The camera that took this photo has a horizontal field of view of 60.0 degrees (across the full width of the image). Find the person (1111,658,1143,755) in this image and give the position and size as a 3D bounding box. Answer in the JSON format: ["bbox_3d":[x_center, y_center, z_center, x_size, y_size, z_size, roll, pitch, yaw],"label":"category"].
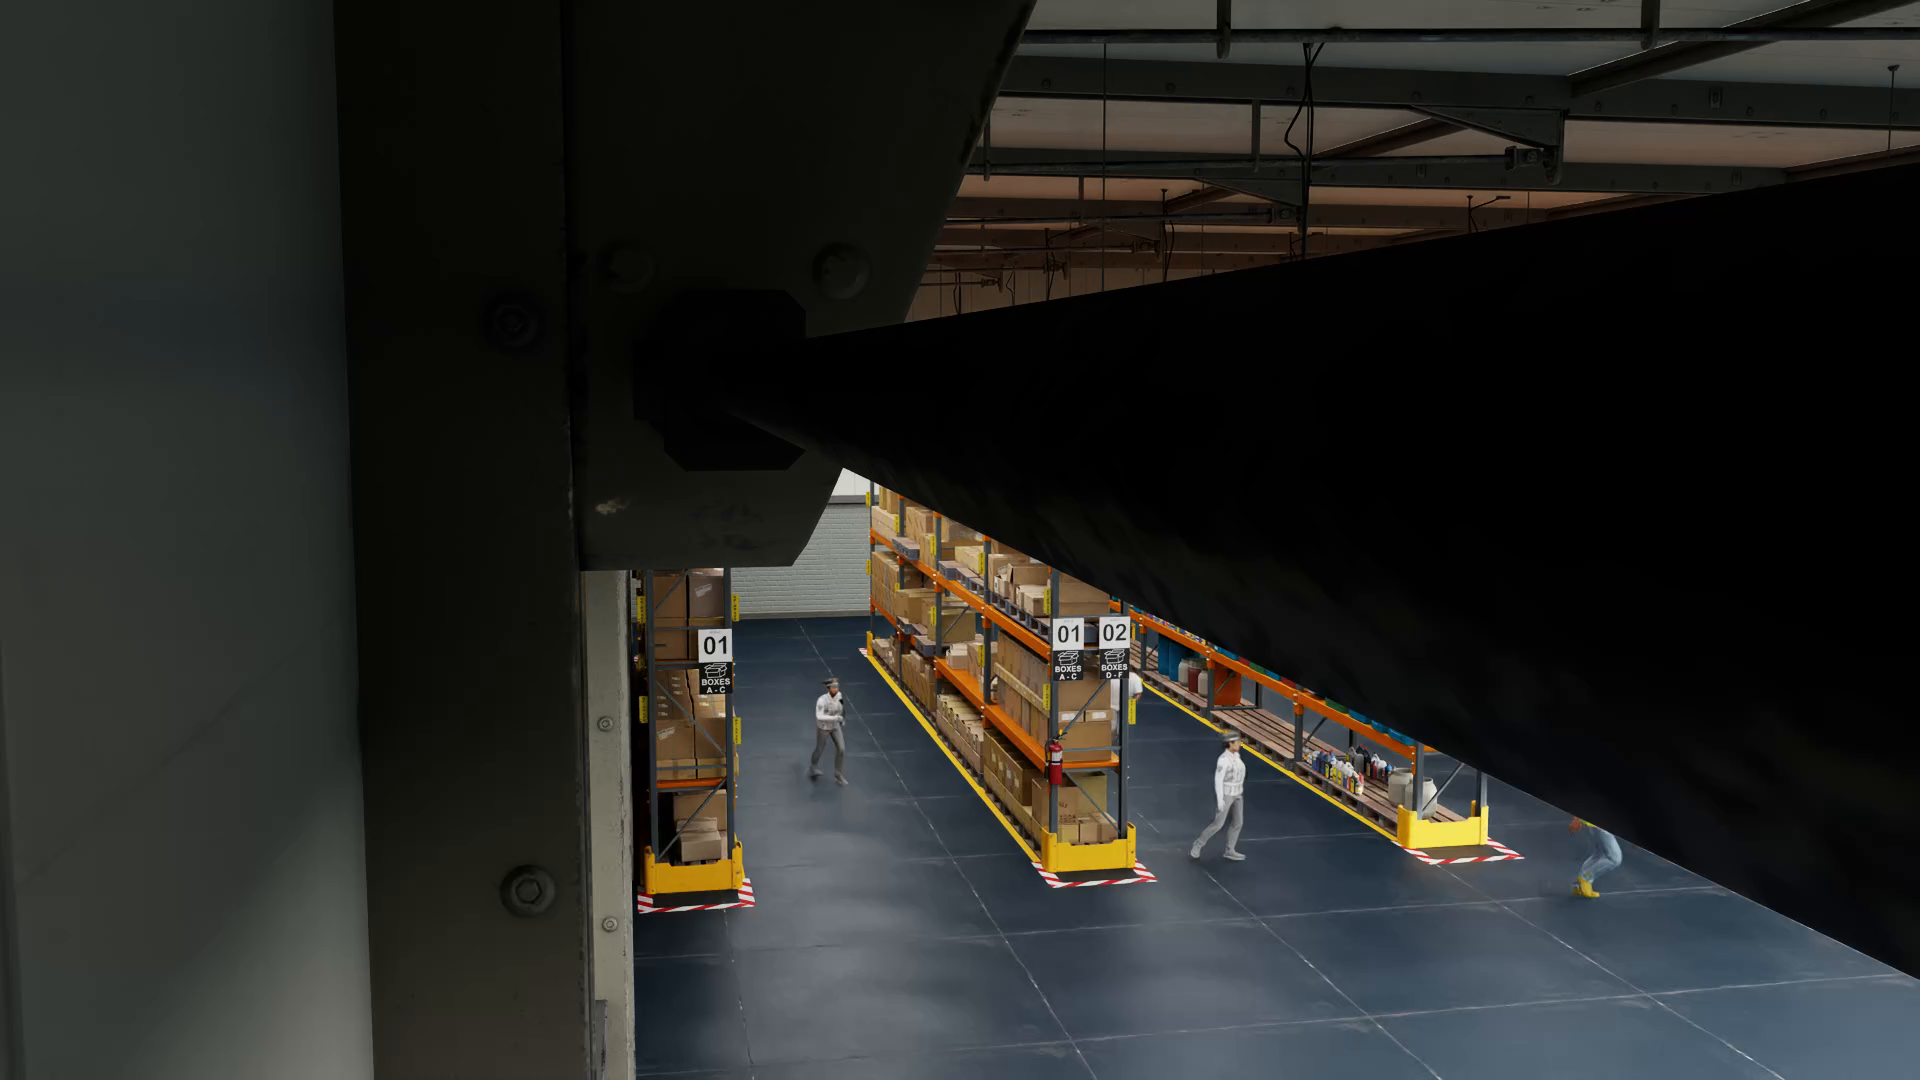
[{"bbox_3d":[2.527,2.685,26.485,0.743,1.735,0.833,0,6,-3],"label":"person"}]

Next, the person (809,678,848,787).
[{"bbox_3d":[-2.000,2.877,25.295,0.599,1.666,0.941,-4,7,-33],"label":"person"}]

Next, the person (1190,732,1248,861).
[{"bbox_3d":[3.337,3.284,21.344,0.583,1.670,0.695,5,8,39],"label":"person"}]

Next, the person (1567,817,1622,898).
[{"bbox_3d":[7.674,3.414,19.780,0.685,1.699,0.675,5,8,38],"label":"person"}]
